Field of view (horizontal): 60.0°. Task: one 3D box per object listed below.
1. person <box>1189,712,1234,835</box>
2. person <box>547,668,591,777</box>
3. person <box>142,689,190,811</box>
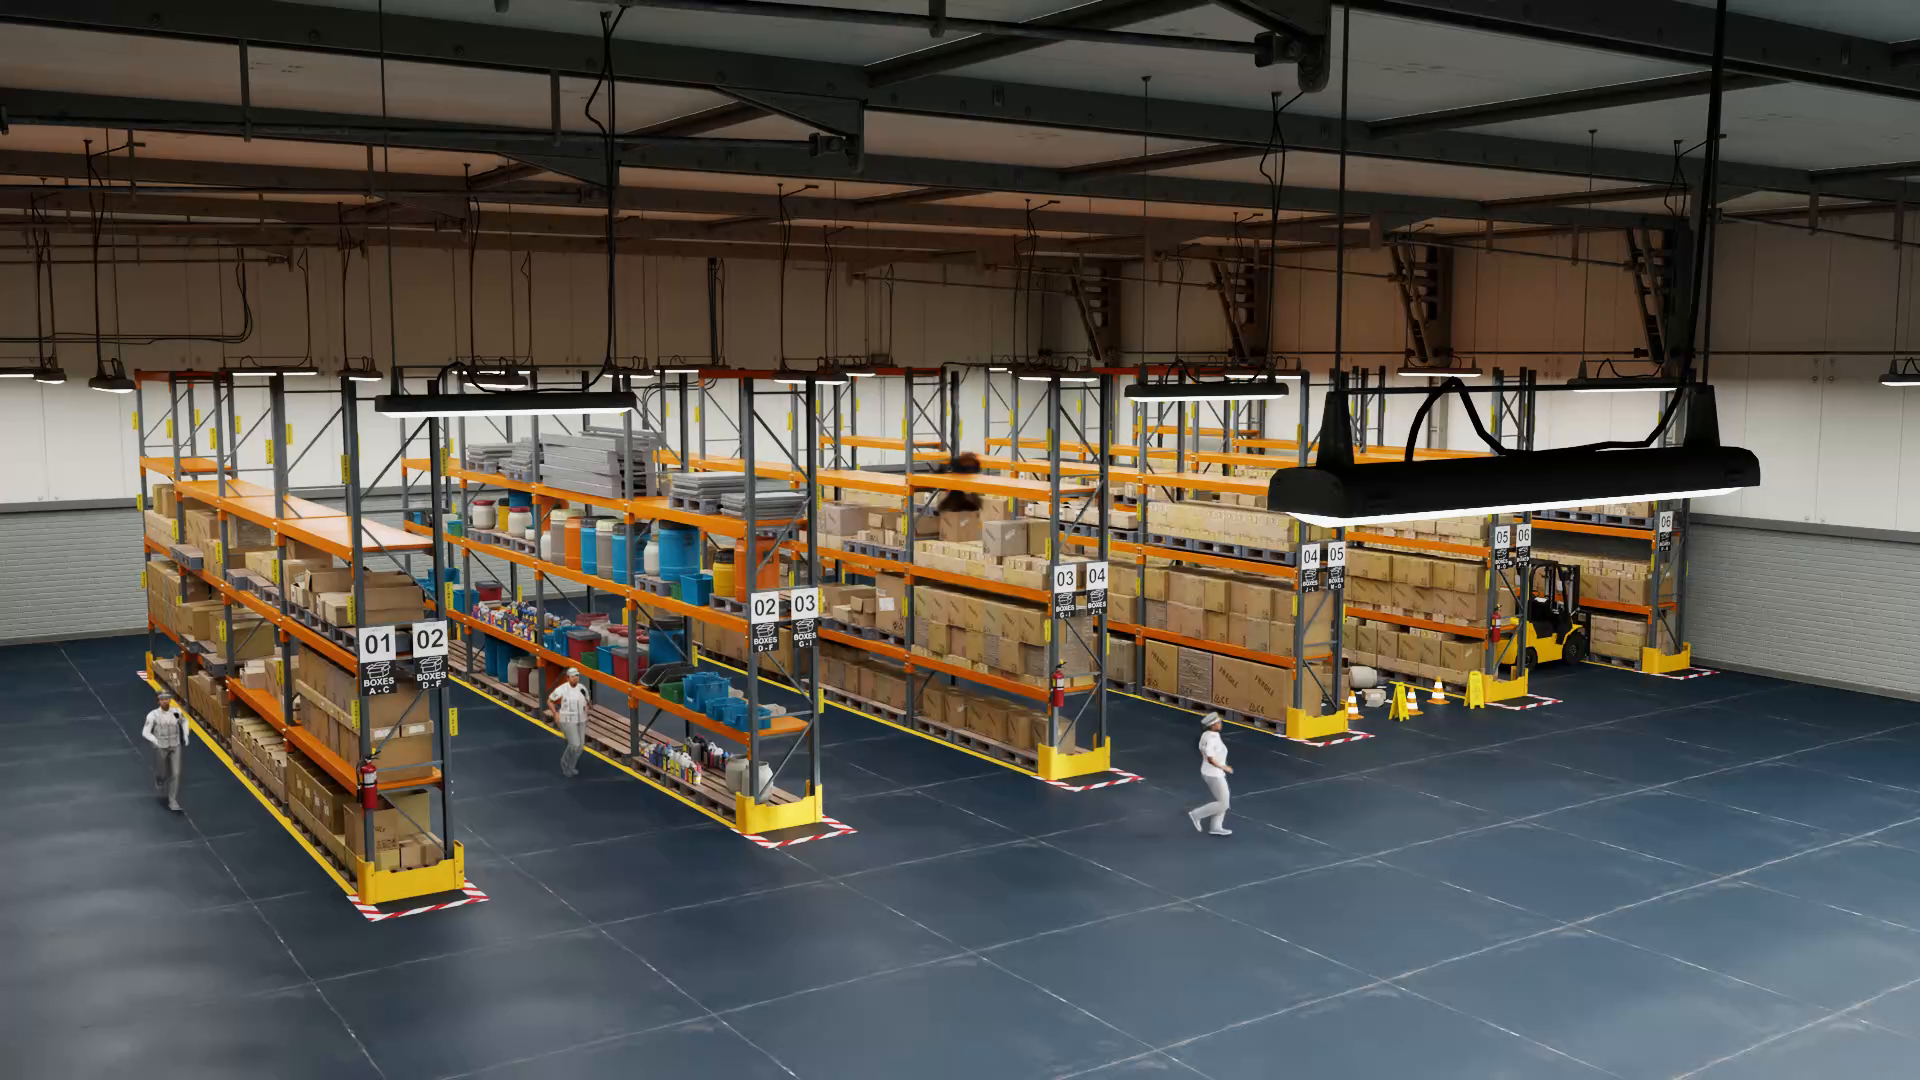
[{"bbox_3d":[3.277,3.056,21.778,0.595,1.651,0.575,0,6,-4],"label":"person"},{"bbox_3d":[-5.749,2.718,24.765,0.584,1.638,0.637,-6,9,-44],"label":"person"},{"bbox_3d":[-11.066,2.894,23.246,0.632,1.670,0.842,-5,8,-36],"label":"person"}]
